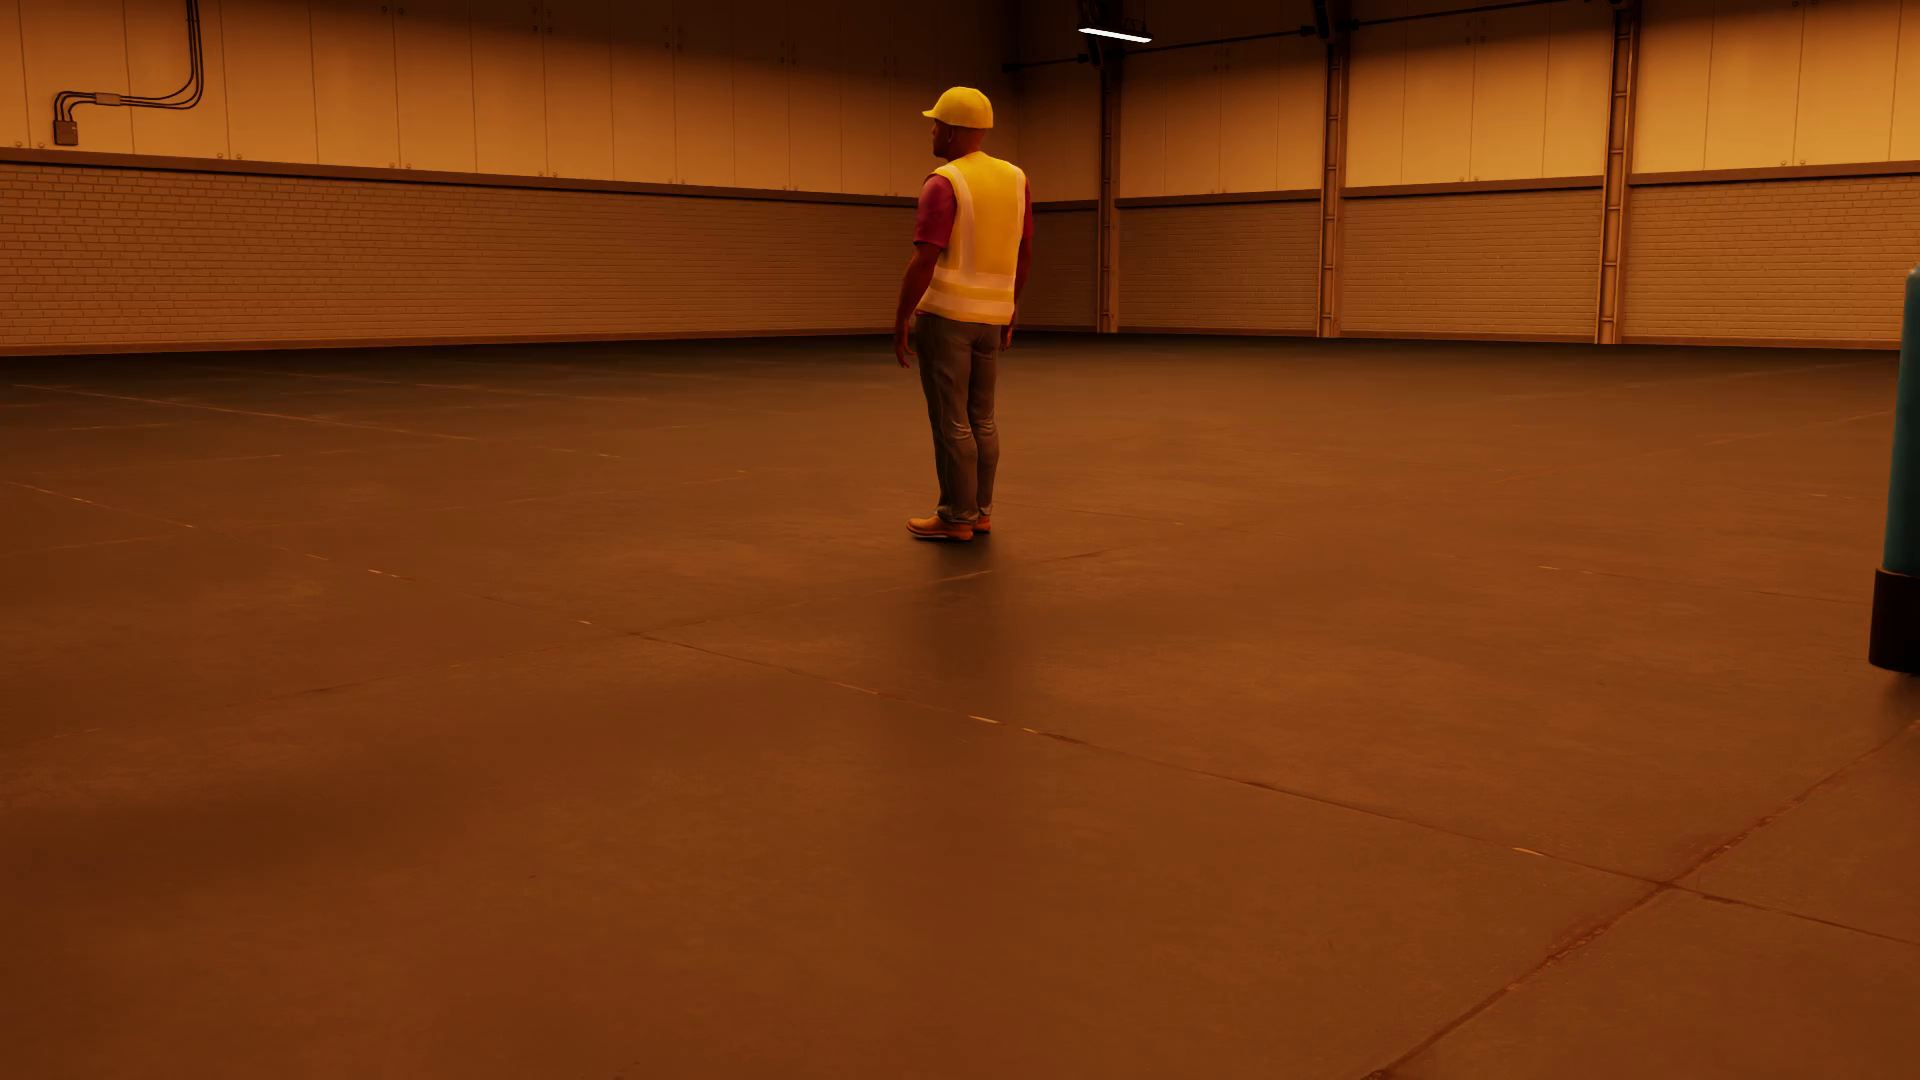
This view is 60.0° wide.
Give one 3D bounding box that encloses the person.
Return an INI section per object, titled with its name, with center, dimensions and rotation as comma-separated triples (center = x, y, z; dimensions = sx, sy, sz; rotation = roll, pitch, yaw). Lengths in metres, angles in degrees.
[person]
center = -0.045, -0.888, 6.637
dimensions = 0.577, 1.765, 0.665
rotation = 8, 12, 43

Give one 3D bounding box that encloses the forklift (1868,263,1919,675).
[forklift]
center = 3.707, -0.968, 3.304
dimensions = 3.031, 2.935, 1.130
rotation = 8, 12, 42
